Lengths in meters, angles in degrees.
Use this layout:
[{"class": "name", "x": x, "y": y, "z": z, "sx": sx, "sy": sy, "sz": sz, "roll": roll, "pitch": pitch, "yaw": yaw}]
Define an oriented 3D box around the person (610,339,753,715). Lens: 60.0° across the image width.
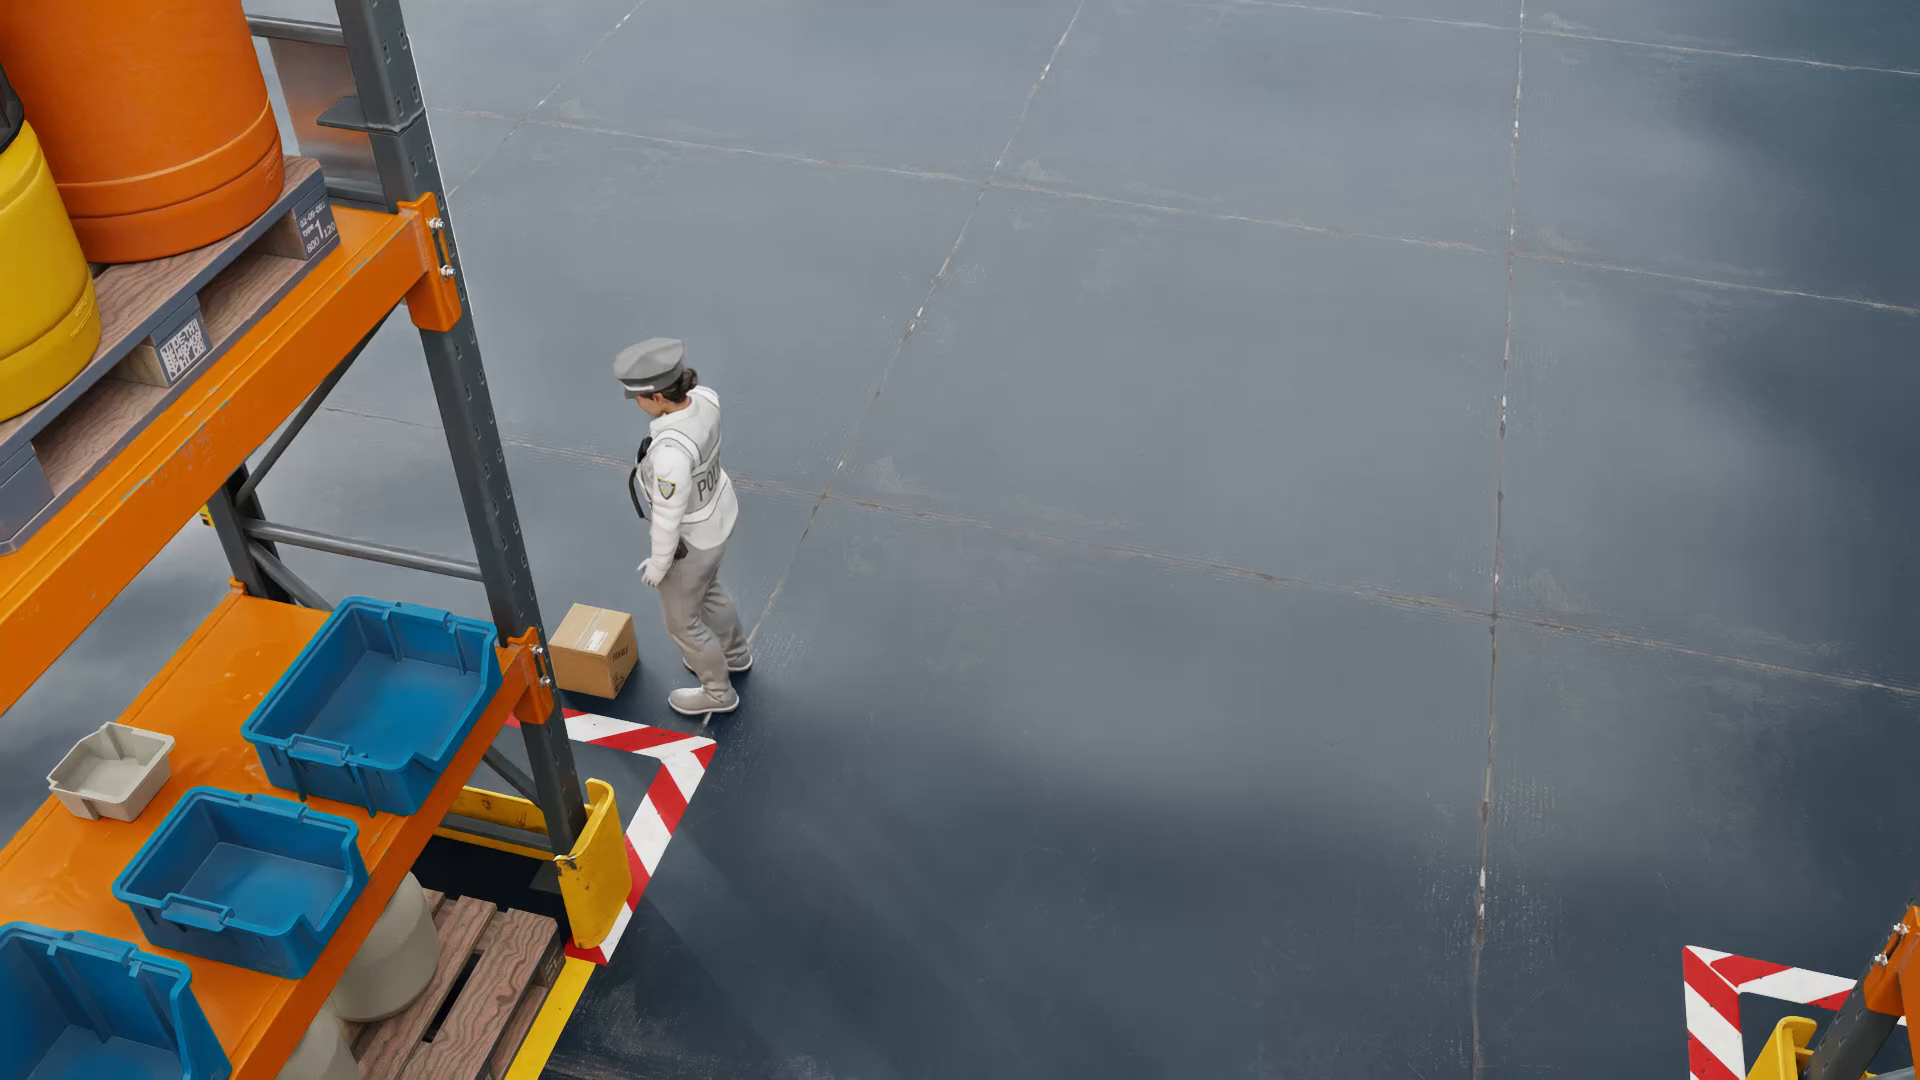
[{"class": "person", "x": -1.014, "y": -0.015, "z": 6.191, "sx": 0.366, "sy": 1.654, "sz": 0.479, "roll": 6, "pitch": 42, "yaw": 7}]
